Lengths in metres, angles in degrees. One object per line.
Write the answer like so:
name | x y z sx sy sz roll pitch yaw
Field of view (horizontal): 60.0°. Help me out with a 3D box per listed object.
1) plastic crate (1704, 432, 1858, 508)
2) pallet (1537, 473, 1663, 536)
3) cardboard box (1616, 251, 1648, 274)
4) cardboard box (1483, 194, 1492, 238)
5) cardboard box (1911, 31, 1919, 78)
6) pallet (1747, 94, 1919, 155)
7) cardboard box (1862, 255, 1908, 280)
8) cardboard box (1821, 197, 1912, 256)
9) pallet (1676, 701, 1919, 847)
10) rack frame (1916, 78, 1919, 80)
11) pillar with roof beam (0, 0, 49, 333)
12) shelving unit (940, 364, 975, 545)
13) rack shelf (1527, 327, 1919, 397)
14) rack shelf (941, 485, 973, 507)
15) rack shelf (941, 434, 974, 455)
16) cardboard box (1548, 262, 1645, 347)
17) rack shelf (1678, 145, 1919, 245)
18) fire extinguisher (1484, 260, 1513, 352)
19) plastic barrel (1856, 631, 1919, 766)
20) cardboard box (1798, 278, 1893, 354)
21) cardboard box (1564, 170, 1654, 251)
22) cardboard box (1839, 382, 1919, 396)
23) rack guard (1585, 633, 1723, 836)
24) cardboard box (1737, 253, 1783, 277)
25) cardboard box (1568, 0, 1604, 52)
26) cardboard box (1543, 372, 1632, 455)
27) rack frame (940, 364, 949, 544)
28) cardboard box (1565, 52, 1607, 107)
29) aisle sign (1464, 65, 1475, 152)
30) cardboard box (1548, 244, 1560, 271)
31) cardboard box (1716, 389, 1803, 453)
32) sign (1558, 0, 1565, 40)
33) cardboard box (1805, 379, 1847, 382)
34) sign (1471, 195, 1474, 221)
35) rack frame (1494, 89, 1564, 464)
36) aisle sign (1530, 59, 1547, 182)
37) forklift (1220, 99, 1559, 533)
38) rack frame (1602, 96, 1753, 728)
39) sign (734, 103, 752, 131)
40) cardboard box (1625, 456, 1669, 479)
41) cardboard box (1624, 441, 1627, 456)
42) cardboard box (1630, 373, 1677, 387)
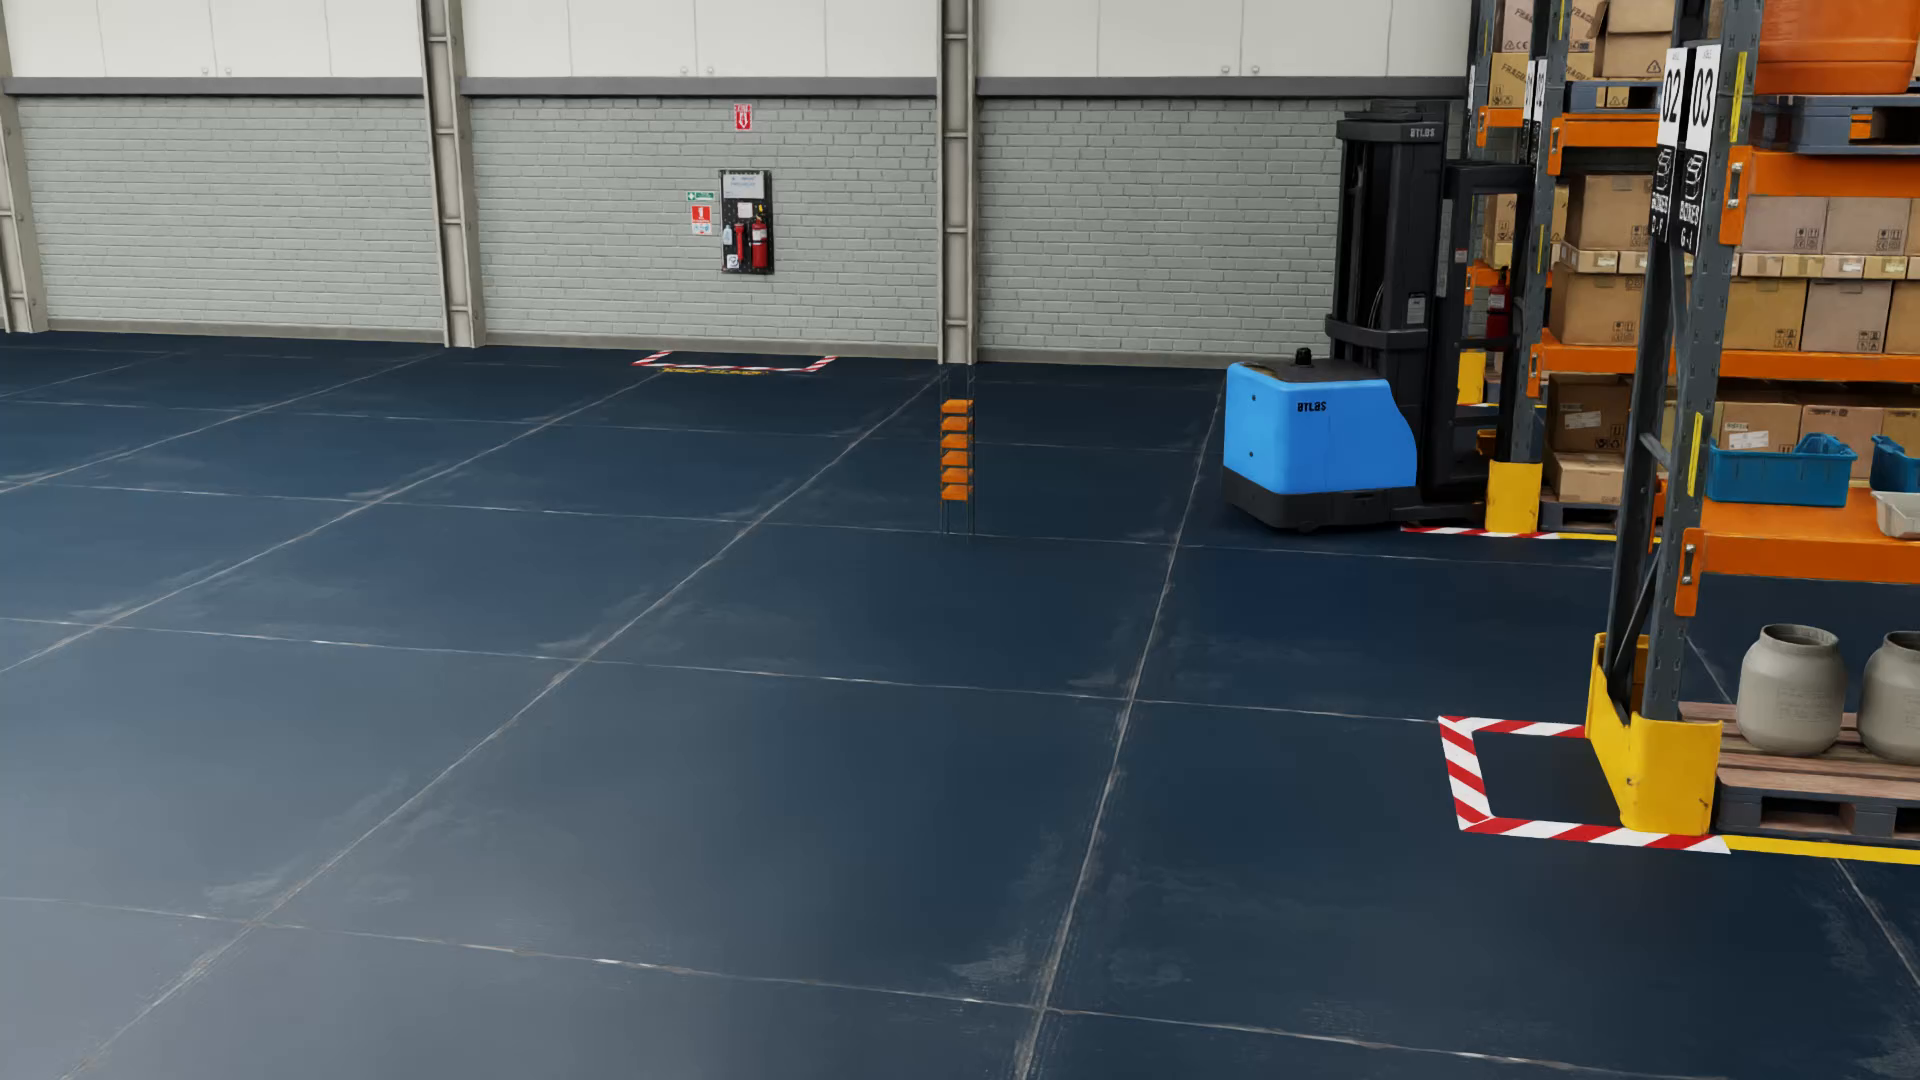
plastic crate | 3.571 -0.330 7.342 0.616 0.251 0.499 3 16 11
pallet | 4.770 -0.272 12.078 1.213 0.211 1.003 3 16 11
cardboard box | 4.613 -1.916 11.386 0.250 0.149 0.380 3 16 10
cardboard box | 5.500 -3.271 16.519 0.500 0.500 0.500 3 16 10
cardboard box | 6.343 -3.318 10.991 0.637 0.503 0.797 5 16 17
pallet | 3.812 -1.635 6.509 1.213 0.211 1.003 3 16 11
cardboard box | 6.118 -1.833 11.088 0.250 0.149 0.380 4 16 13
cardboard box | 6.020 -2.208 11.227 0.500 0.500 0.700 3 16 11
pallet | 3.900 1.030 7.377 1.213 0.211 1.003 3 16 11
rack frame | 8.915 -5.620 14.923 0.127 3.000 1.000 3 16 11
pillar with roof beam | -12.643 -5.853 15.765 0.400 9.000 9.100 3 16 11
shelving unit | -0.014 -0.579 11.335 0.189 1.200 0.258 3 16 11
rack shelf | 5.972 -1.192 11.525 4.000 0.370 1.077 3 16 11
rack shelf | -0.014 -0.305 11.411 0.180 0.103 0.258 3 16 11
rack shelf | -0.014 -0.652 11.314 0.180 0.103 0.258 3 16 11
cardboard box | 4.467 -1.665 11.698 0.500 0.500 0.700 3 16 11
rack shelf | 4.981 -1.342 6.447 4.000 0.370 1.077 3 16 11
fire extinguisher | 3.989 -1.736 12.285 0.183 0.674 0.296 3 16 11
plastic barrel | 4.173 0.688 7.261 0.421 0.512 0.421 0 15 0
cardboard box | 5.984 -1.584 11.403 0.500 0.500 0.700 4 16 13
cardboard box | 4.519 -2.288 11.515 0.500 0.500 0.700 3 16 11
cardboard box | 6.560 -0.831 11.832 0.500 0.500 0.500 3 16 11
rack guard | 3.105 0.847 7.499 0.348 0.500 1.175 3 16 11
cardboard box | 5.365 -1.874 11.238 0.250 0.149 0.380 3 16 9
cardboard box | 5.806 -4.803 15.495 0.500 0.500 0.500 3 16 10
cardboard box | 4.597 -0.933 12.202 0.500 0.500 0.500 3 16 11
rack frame | -0.104 -0.584 11.352 0.006 1.200 0.240 3 16 11
cardboard box | 5.792 -4.324 15.638 0.500 0.500 0.500 4 16 15
aisle sign | 4.865 -4.120 15.875 0.004 0.787 0.394 3 16 11
cardboard box | 5.922 -2.746 16.029 0.500 0.250 0.500 3 16 9
cardboard box | 5.476 -0.748 11.533 0.500 0.500 0.500 3 16 11
sign | 3.895 -3.405 10.762 0.005 0.325 0.100 3 16 11
cardboard box | 8.385 -1.596 16.118 0.250 0.166 0.380 1 16 4
sign | 4.887 -3.217 15.864 0.005 0.325 0.100 3 16 11
rack frame | 4.012 -1.645 11.813 0.127 3.000 1.000 3 16 11
aisle sign | 3.886 -2.822 11.189 0.004 0.787 0.394 3 16 11
forklift | 3.515 -1.655 11.977 3.031 2.935 1.130 -4 16 -14
rack frame | 3.021 -0.350 7.136 0.127 3.000 1.000 3 16 11
sign | -2.428 -4.735 18.623 0.199 0.298 0.001 3 16 11
cardboard box | 4.984 -0.410 11.718 0.500 0.250 0.500 3 16 11
cardboard box | 5.089 -0.548 12.215 0.500 0.250 0.500 3 16 11
cardboard box | 6.923 -1.806 16.251 0.500 0.500 0.700 2 16 8
